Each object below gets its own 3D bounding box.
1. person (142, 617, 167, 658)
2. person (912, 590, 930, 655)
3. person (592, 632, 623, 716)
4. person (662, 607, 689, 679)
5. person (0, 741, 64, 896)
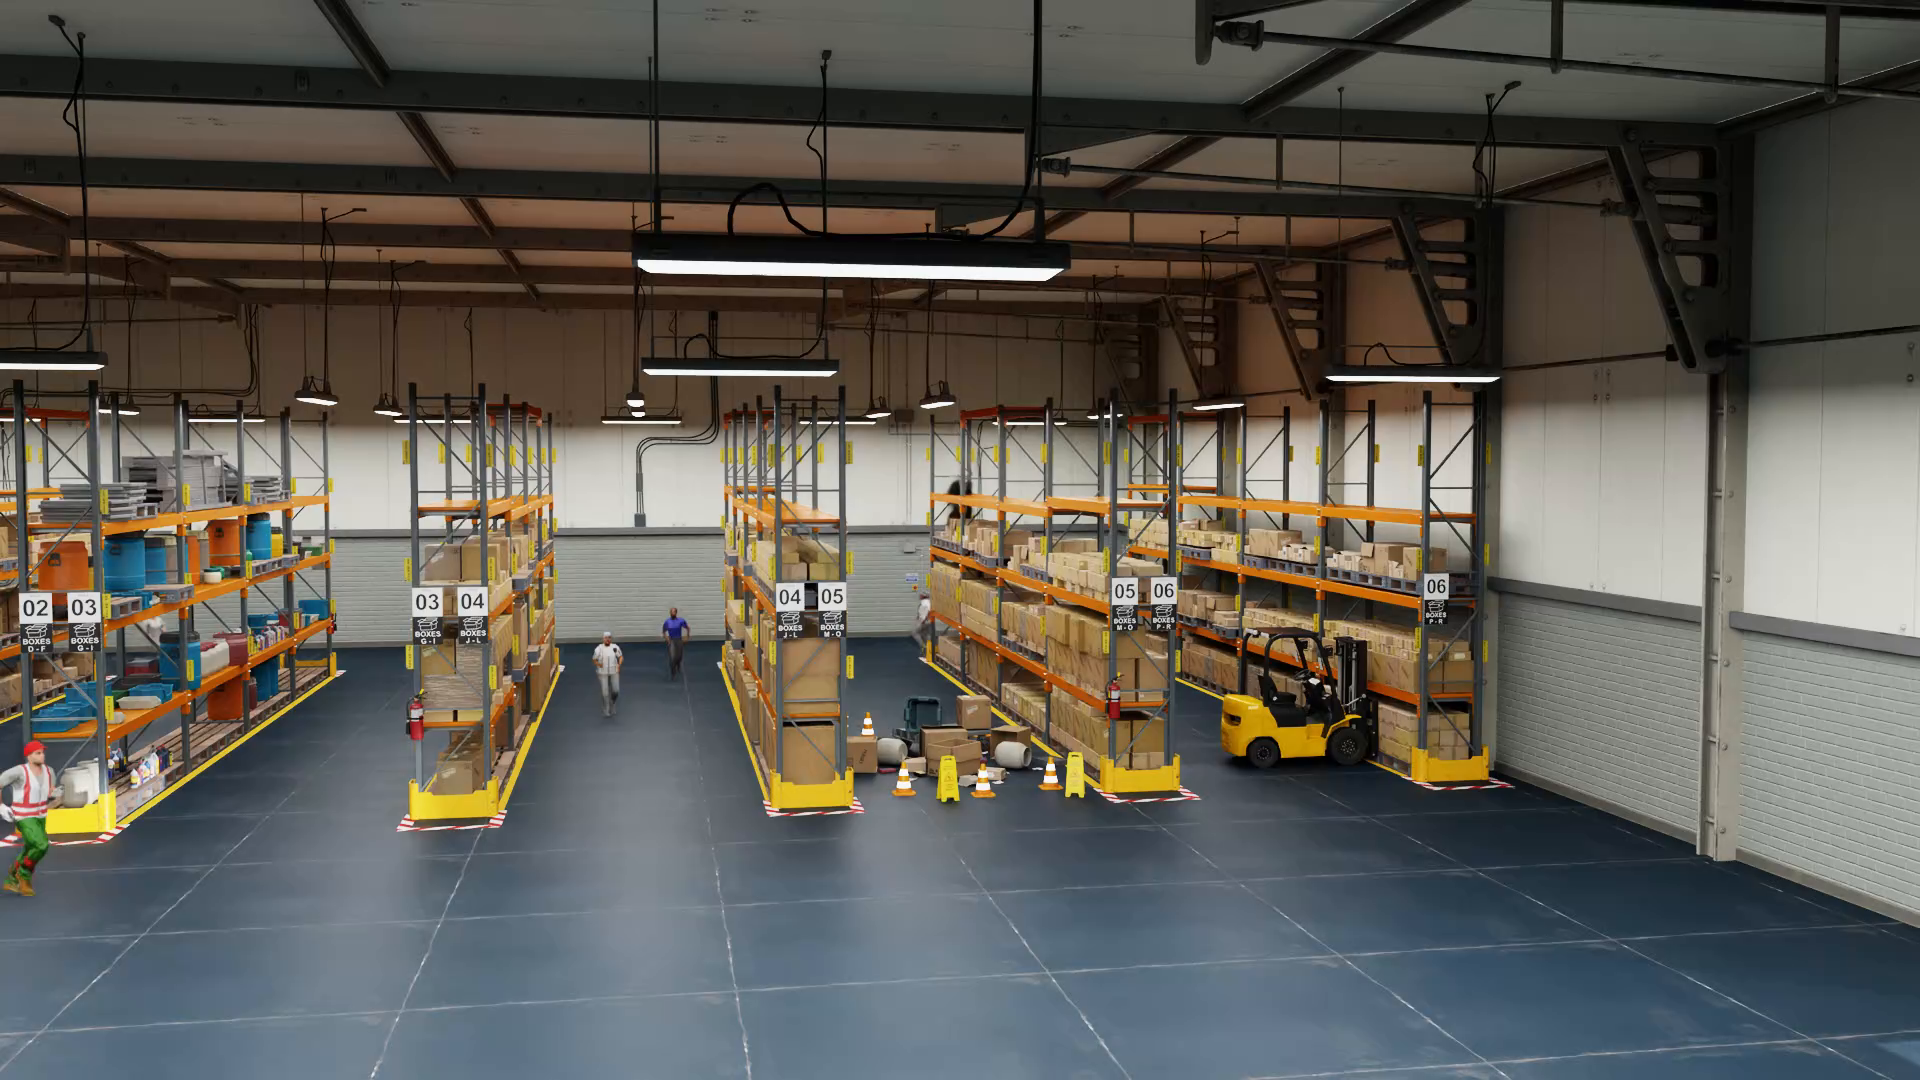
[{"bbox_3d":[-18.311,2.302,37.930,0.549,1.570,0.638,2,3,30],"label":"person"},{"bbox_3d":[-0.900,2.068,41.756,0.633,1.674,0.650,1,3,11],"label":"person"},{"bbox_3d":[-6.733,2.570,31.870,0.593,1.622,0.546,-1,3,-18],"label":"person"},{"bbox_3d":[-6.391,2.323,37.352,0.607,1.609,0.624,0,3,-6],"label":"person"},{"bbox_3d":[-10.536,3.155,18.870,0.735,1.750,0.647,1,3,15],"label":"person"}]
